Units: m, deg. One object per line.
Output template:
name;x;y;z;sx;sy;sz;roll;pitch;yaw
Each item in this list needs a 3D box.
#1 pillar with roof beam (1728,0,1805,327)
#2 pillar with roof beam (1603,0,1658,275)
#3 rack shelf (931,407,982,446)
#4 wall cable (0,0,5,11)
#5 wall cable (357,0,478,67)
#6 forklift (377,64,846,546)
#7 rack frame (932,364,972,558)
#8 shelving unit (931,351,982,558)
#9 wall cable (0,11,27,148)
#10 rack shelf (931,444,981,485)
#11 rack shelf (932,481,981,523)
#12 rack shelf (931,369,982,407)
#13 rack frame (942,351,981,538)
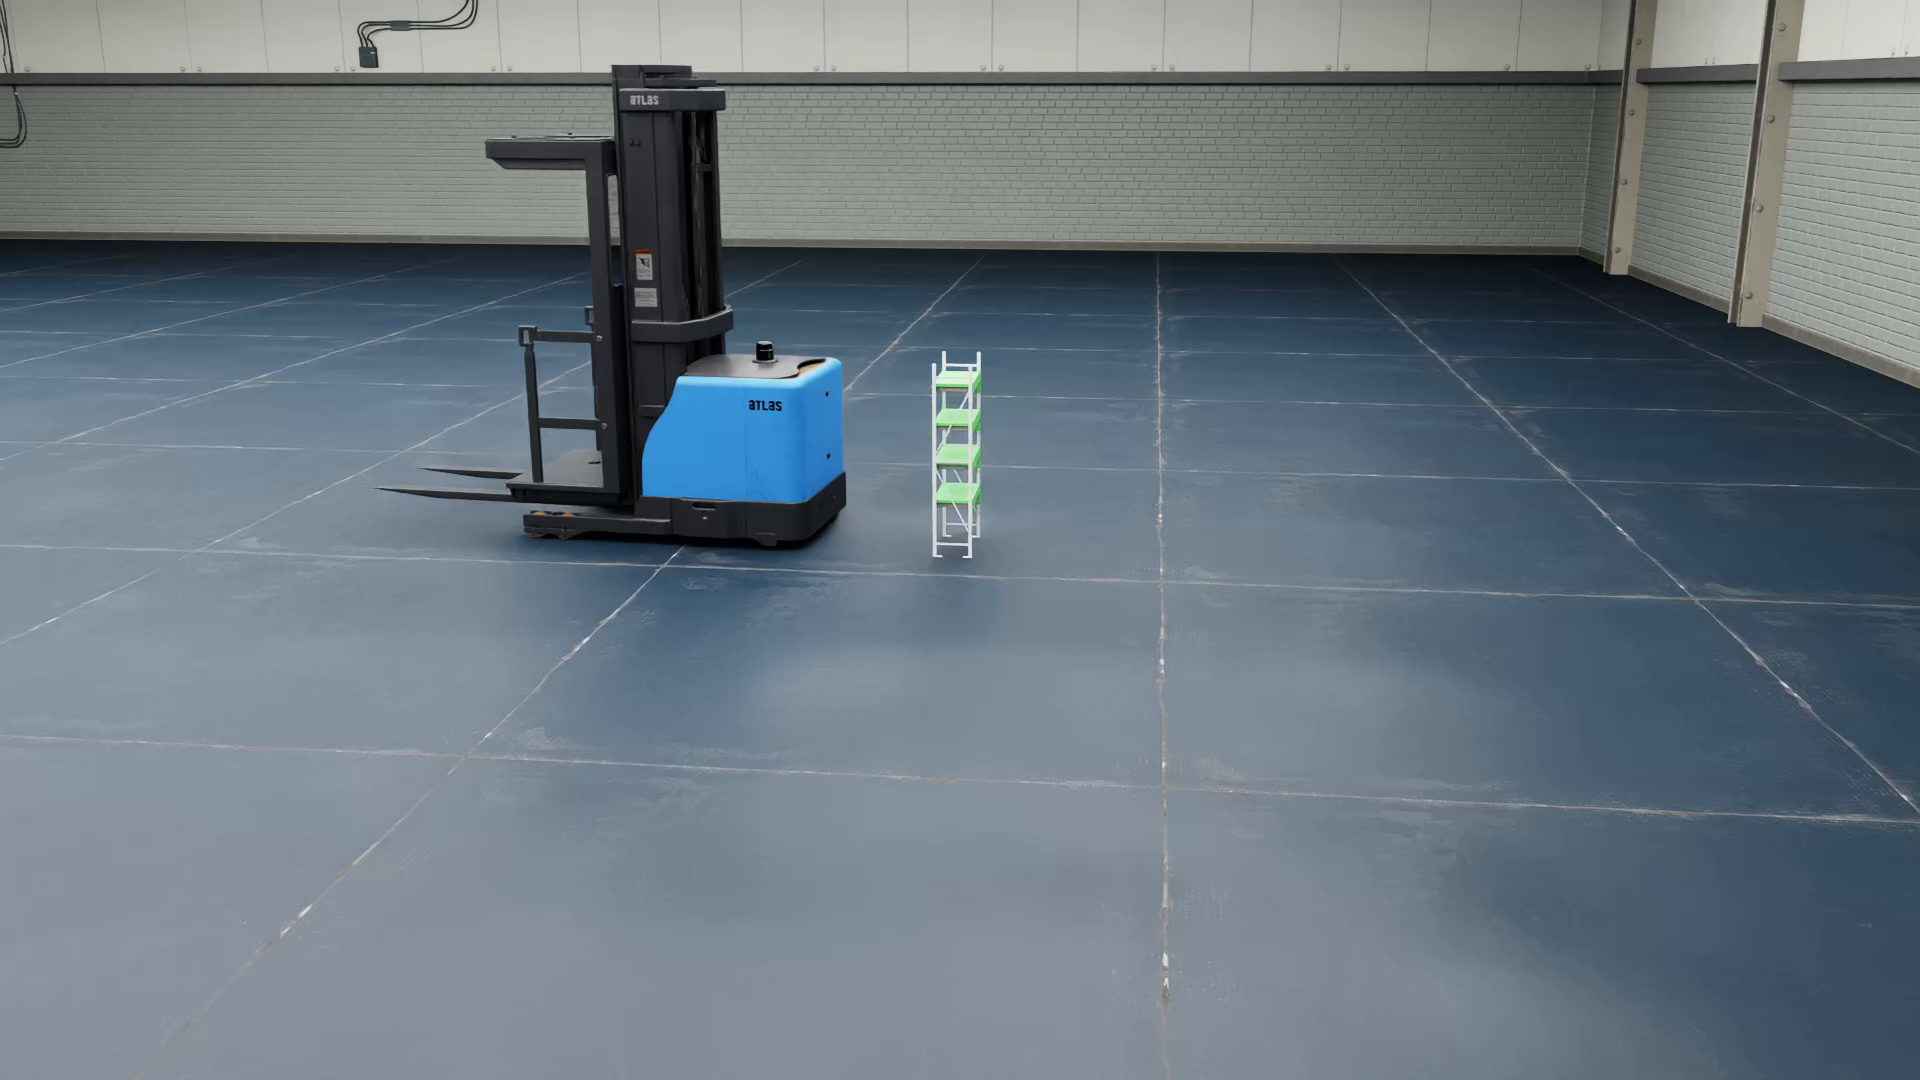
pillar with roof beam;5.396;-7.123;19.766;9.100;9.000;0.400;2;15;6
pillar with roof beam;6.073;-8.680;25.521;9.100;9.000;0.400;2;15;6
rack shelf;-0.019;-0.706;10.301;0.258;0.148;0.480;2;15;6
wall cable;-16.614;-11.065;30.617;3.097;2.526;0.112;2;15;6
wall cable;-9.871;-11.564;29.672;2.305;6.003;0.169;2;15;6
forklift;-2.340;-1.550;10.780;3.031;2.935;1.130;3;15;12
rack frame;-0.046;-0.473;10.113;0.240;1.200;0.015;2;15;6
shelving unit;-0.019;-0.536;10.347;0.258;1.200;0.503;2;15;6
wall cable;-19.302;-8.707;31.571;3.097;2.526;0.112;2;15;6
rack shelf;-0.019;-0.475;10.363;0.258;0.148;0.480;2;15;6
rack shelf;-0.019;-0.243;10.426;0.258;0.148;0.480;2;15;6
rack shelf;-0.019;-0.938;10.238;0.258;0.148;0.480;2;15;6
rack frame;0.009;-0.600;10.581;0.240;1.200;0.015;2;15;6
